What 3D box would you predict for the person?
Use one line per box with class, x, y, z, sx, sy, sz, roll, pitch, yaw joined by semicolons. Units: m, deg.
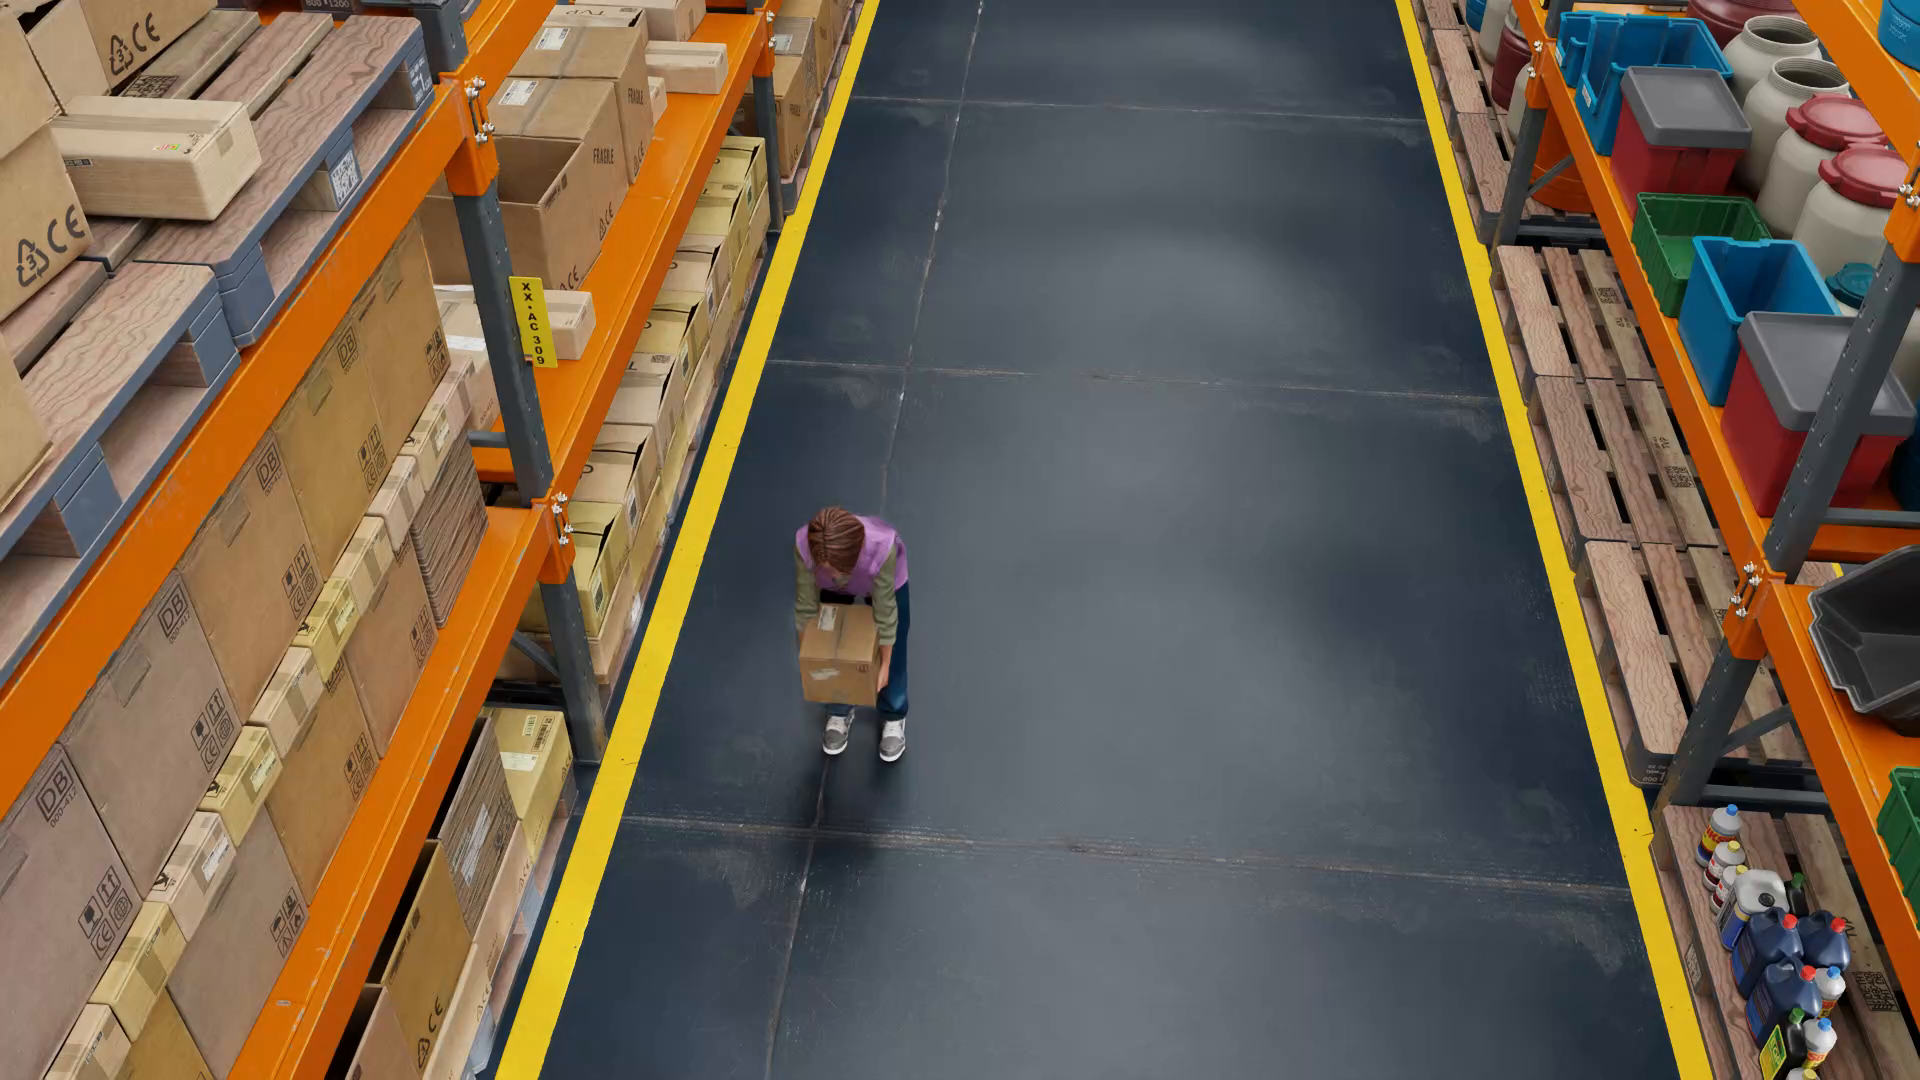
person;-0.348;0.142;6.002;0.473;1.590;0.347;4;41;4
